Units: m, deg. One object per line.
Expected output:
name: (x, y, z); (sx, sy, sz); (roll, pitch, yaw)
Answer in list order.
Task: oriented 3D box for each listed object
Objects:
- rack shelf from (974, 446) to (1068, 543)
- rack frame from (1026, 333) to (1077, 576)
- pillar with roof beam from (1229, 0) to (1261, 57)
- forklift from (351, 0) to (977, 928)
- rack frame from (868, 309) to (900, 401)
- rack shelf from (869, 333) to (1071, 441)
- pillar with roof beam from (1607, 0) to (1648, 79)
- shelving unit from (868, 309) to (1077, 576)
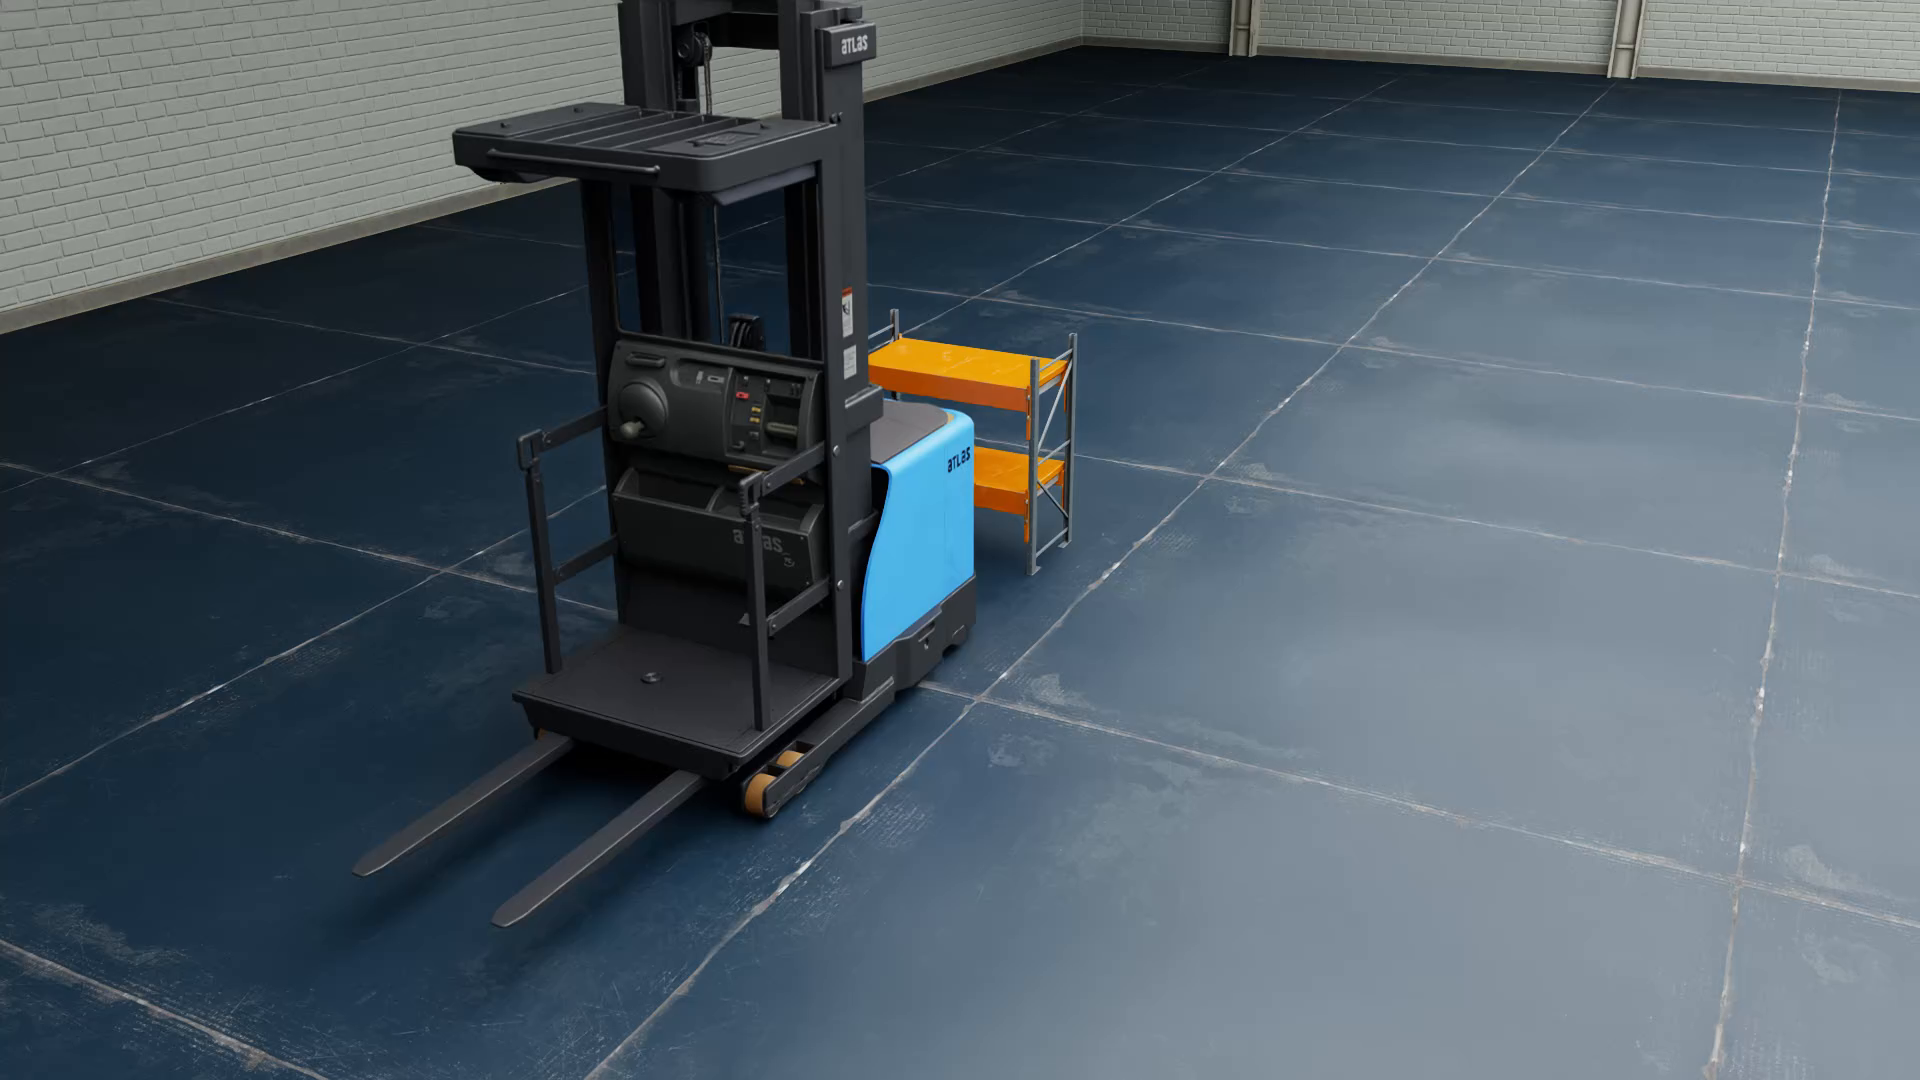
rack shelf: (0.006, -0.291, 8.623); (1.000, 0.278, 0.538); (11, 25, 25)
rack frame: (0.460, -0.427, 8.316); (0.032, 1.125, 0.500); (11, 25, 25)
pillar with roof beam: (2.792, -10.759, 22.551); (0.400, 9.000, 9.100); (11, 25, 25)
forklift: (-1.049, -0.498, 6.176); (1.130, 2.935, 3.031); (11, 26, 25)
rack frame: (-0.448, -0.606, 8.738); (0.032, 1.125, 0.500); (11, 25, 25)
rack shelf: (0.006, -0.786, 8.413); (1.000, 0.278, 0.538); (11, 25, 25)
pillar with roof beam: (8.147, -9.700, 20.060); (0.400, 9.000, 9.100); (11, 25, 25)
shelving unit: (0.006, -0.516, 8.527); (1.048, 1.125, 0.538); (11, 25, 25)
